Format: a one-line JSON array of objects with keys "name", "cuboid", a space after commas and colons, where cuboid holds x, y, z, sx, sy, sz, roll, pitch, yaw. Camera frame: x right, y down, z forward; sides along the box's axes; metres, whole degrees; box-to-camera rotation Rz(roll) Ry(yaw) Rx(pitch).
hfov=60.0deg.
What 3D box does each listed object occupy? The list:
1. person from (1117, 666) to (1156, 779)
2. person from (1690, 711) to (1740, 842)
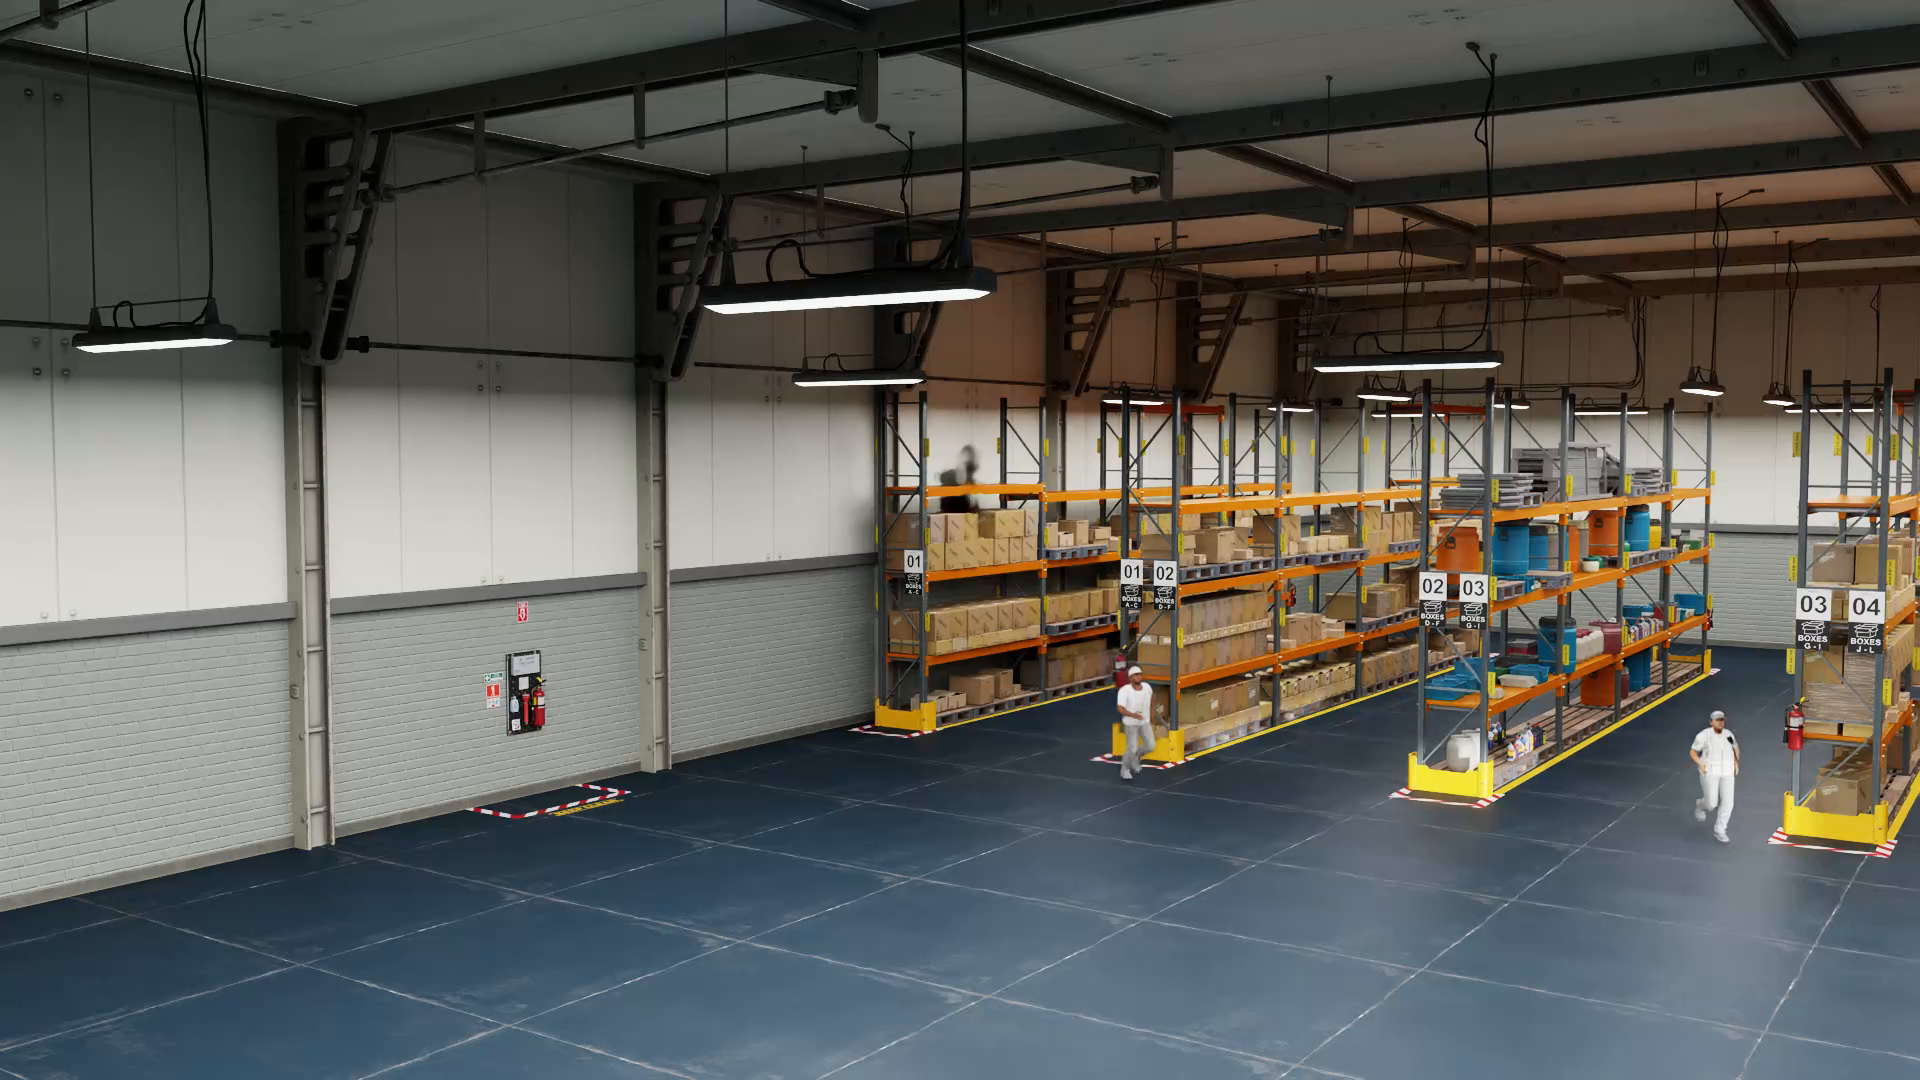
[{"name": "person", "cuboid": [2.677, 2.740, 24.869, 0.734, 1.717, 0.725, -1, 3, -23]}, {"name": "person", "cuboid": [9.741, 3.010, 21.406, 0.625, 1.633, 0.718, 0, 3, 5]}]
